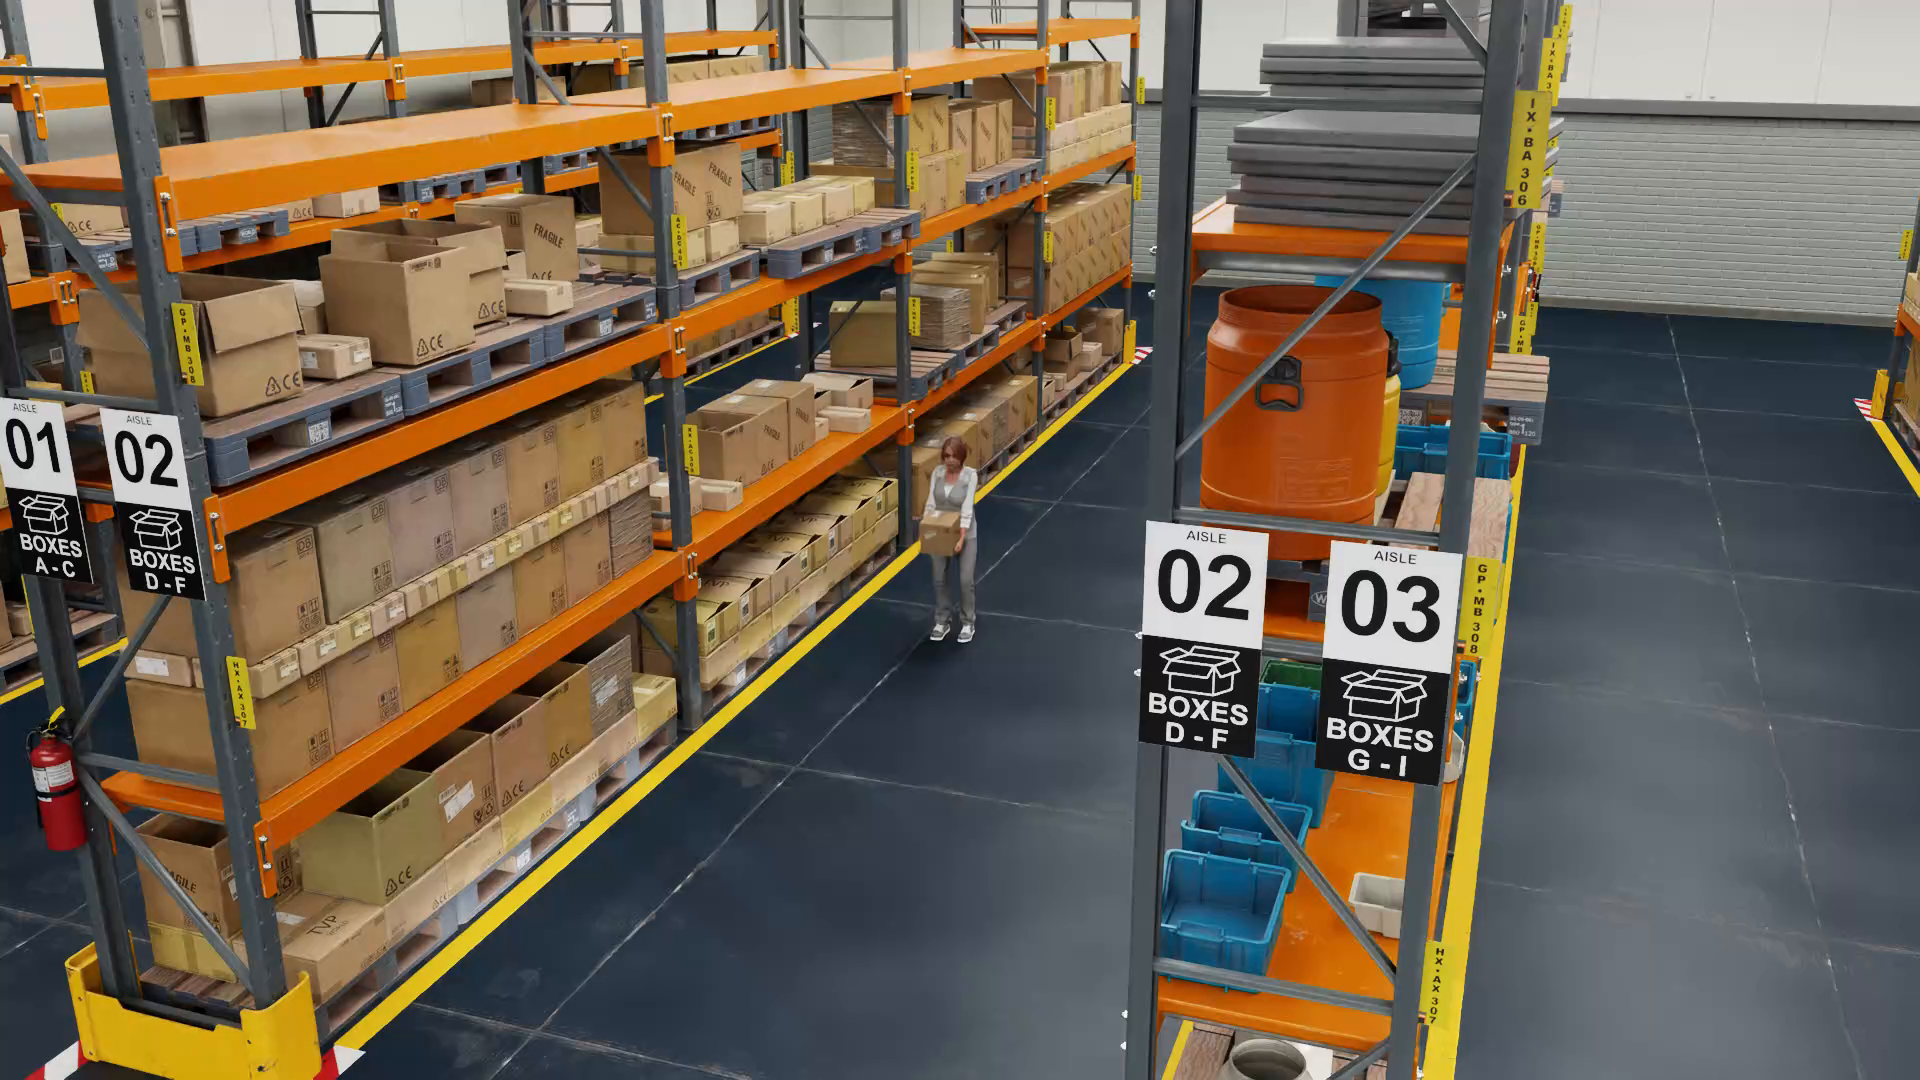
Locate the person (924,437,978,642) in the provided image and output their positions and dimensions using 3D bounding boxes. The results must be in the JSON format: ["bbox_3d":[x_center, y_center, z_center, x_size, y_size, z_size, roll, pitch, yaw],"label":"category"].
[{"bbox_3d":[-0.070,0.009,12.563,0.374,1.598,0.505,6,20,18],"label":"person"}]
